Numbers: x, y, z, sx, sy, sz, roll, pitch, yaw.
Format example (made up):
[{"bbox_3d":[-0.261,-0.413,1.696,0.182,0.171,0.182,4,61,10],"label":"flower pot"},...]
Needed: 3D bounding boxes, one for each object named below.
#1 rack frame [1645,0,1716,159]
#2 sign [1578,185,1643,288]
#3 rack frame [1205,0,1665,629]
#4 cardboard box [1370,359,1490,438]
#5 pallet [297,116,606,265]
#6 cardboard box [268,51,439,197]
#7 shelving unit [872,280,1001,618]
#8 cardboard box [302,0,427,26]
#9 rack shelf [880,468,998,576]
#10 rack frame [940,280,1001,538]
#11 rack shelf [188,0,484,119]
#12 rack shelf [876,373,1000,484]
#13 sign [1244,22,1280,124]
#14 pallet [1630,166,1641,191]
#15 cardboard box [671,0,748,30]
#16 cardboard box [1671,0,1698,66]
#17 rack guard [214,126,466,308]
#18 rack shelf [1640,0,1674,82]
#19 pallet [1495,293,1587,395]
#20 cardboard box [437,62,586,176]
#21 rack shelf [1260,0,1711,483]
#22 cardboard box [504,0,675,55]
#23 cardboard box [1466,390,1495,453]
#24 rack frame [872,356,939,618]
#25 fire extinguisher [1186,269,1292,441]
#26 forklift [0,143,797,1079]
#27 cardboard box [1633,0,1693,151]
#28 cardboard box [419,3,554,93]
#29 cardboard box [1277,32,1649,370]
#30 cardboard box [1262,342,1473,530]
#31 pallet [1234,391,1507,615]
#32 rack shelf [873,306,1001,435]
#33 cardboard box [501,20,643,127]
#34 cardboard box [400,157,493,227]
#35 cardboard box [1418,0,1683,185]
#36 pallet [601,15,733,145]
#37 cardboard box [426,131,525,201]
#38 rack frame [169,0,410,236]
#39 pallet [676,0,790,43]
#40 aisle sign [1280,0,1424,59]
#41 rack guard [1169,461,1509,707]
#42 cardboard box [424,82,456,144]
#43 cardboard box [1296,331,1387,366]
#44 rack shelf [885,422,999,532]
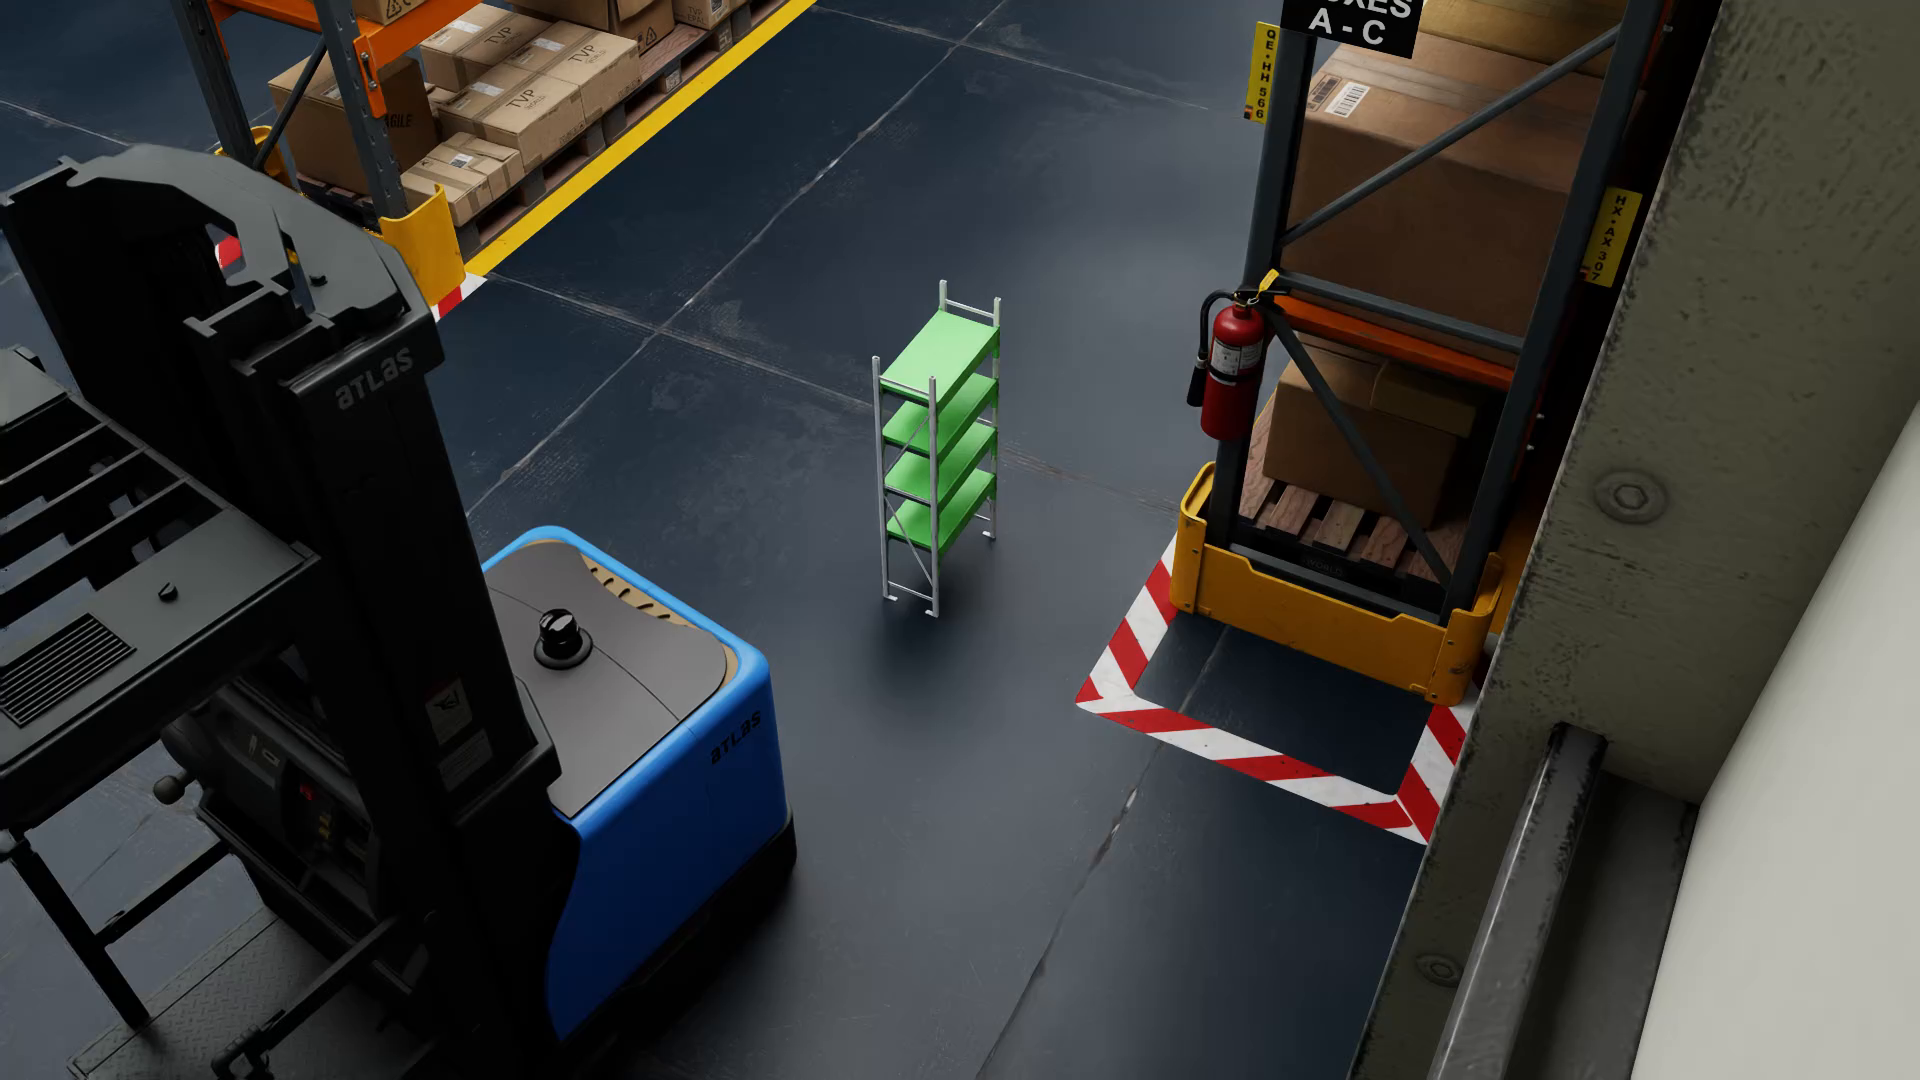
[{"bbox_3d":[3.262,-3.257,7.860,1.000,3.000,0.127,20,49,19],"label":"rack frame"},{"bbox_3d":[1.894,-0.882,4.849,0.100,0.325,0.005,20,49,19],"label":"sign"},{"bbox_3d":[1.405,-0.737,5.370,1.000,3.000,0.127,20,49,19],"label":"rack frame"},{"bbox_3d":[1.760,-0.563,6.204,0.380,0.149,0.250,21,49,19],"label":"cardboard box"},{"bbox_3d":[-2.580,-1.940,8.520,1.003,0.211,1.213,20,49,19],"label":"pallet"},{"bbox_3d":[-2.950,-2.070,8.135,0.500,0.500,0.500,20,49,19],"label":"cardboard box"},{"bbox_3d":[-0.077,-0.318,6.220,0.258,1.200,0.503,20,49,19],"label":"shelving unit"},{"bbox_3d":[-2.545,-2.598,7.138,0.500,0.500,0.500,21,49,20],"label":"cardboard box"},{"bbox_3d":[-0.077,-0.104,6.436,0.258,0.148,0.480,20,49,19],"label":"rack shelf"},{"bbox_3d":[0.036,-0.471,6.372,0.240,1.200,0.015,20,49,19],"label":"rack frame"},{"bbox_3d":[-2.056,-3.377,8.485,1.077,0.370,4.000,20,49,19],"label":"rack shelf"},{"bbox_3d":[-0.077,-0.441,6.095,0.258,0.148,0.480,20,49,19],"label":"rack shelf"},{"bbox_3d":[0.931,-1.415,5.059,0.100,0.325,0.005,20,49,19],"label":"sign"},{"bbox_3d":[2.839,-1.824,8.404,1.003,0.211,1.213,20,49,19],"label":"pallet"},{"bbox_3d":[-1.489,-3.175,9.360,0.500,0.311,0.500,20,49,19],"label":"cardboard box"},{"bbox_3d":[2.652,-2.568,6.968,0.980,0.700,0.700,19,48,18],"label":"cardboard box"},{"bbox_3d":[-2.949,-1.539,7.920,1.175,0.500,0.348,20,49,19],"label":"rack guard"},{"bbox_3d":[2.333,-2.799,5.804,1.077,0.370,4.000,20,49,19],"label":"rack shelf"},{"bbox_3d":[2.274,-1.052,7.641,1.003,0.211,1.213,20,49,19],"label":"pallet"},{"bbox_3d":[-2.249,-2.122,8.362,0.500,0.250,0.500,20,49,19],"label":"cardboard box"},{"bbox_3d":[2.333,-1.744,6.871,1.077,0.370,4.000,20,49,19],"label":"rack shelf"},{"bbox_3d":[-1.995,-2.982,9.034,0.797,0.503,0.637,20,49,19],"label":"cardboard box"},{"bbox_3d":[1.873,-0.795,6.889,0.700,0.500,0.500,20,49,19],"label":"cardboard box"},{"bbox_3d":[-0.190,-0.164,6.068,0.240,1.200,0.015,20,49,19],"label":"rack frame"},{"bbox_3d":[0.926,-0.636,5.586,0.296,0.674,0.183,20,49,19],"label":"fire extinguisher"},{"bbox_3d":[-1.850,0.690,4.007,1.130,2.935,3.031,29,52,26],"label":"forklift"},{"bbox_3d":[2.323,-2.106,6.512,0.980,0.700,0.700,18,48,17],"label":"cardboard box"},{"bbox_3d":[-2.483,-2.571,8.806,0.500,0.250,0.500,20,49,19],"label":"cardboard box"},{"bbox_3d":[1.633,-1.167,5.584,0.980,0.700,0.700,23,50,21],"label":"cardboard box"},{"bbox_3d":[1.641,-0.480,6.578,0.700,0.500,0.500,20,49,19],"label":"cardboard box"},{"bbox_3d":[1.707,-0.286,6.885,1.003,0.211,1.213,20,49,19],"label":"pallet"},{"bbox_3d":[-0.077,-0.610,5.924,0.258,0.148,0.480,20,49,19],"label":"rack shelf"},{"bbox_3d":[-2.017,-2.437,8.674,0.500,0.250,0.500,20,49,19],"label":"cardboard box"},{"bbox_3d":[-2.486,-1.673,7.990,0.380,0.149,0.250,20,49,19],"label":"cardboard box"},{"bbox_3d":[1.961,-1.629,6.040,0.980,0.700,0.700,20,49,19],"label":"cardboard box"},{"bbox_3d":[-2.013,-2.706,9.276,1.003,0.211,1.213,20,49,19],"label":"pallet"},{"bbox_3d":[-2.370,-1.837,8.139,0.380,0.166,0.250,20,49,19],"label":"cardboard box"},{"bbox_3d":[-2.985,-2.370,6.984,1.000,3.000,0.127,20,49,19],"label":"rack frame"},{"bbox_3d":[-1.447,-3.478,10.039,1.003,0.211,1.213,20,49,19],"label":"pallet"},{"bbox_3d":[1.106,-1.705,4.498,0.394,0.787,0.004,20,49,19],"label":"aisle sign"},{"bbox_3d":[1.394,0.157,6.244,1.175,0.500,0.348,20,49,19],"label":"rack guard"},{"bbox_3d":[-2.683,-2.178,8.477,0.380,0.166,0.250,20,49,19],"label":"cardboard box"},{"bbox_3d":[1.539,-0.849,6.486,0.380,0.149,0.250,20,49,19],"label":"cardboard box"},{"bbox_3d":[-0.077,-0.273,6.266,0.258,0.148,0.480,20,49,19],"label":"rack shelf"}]
